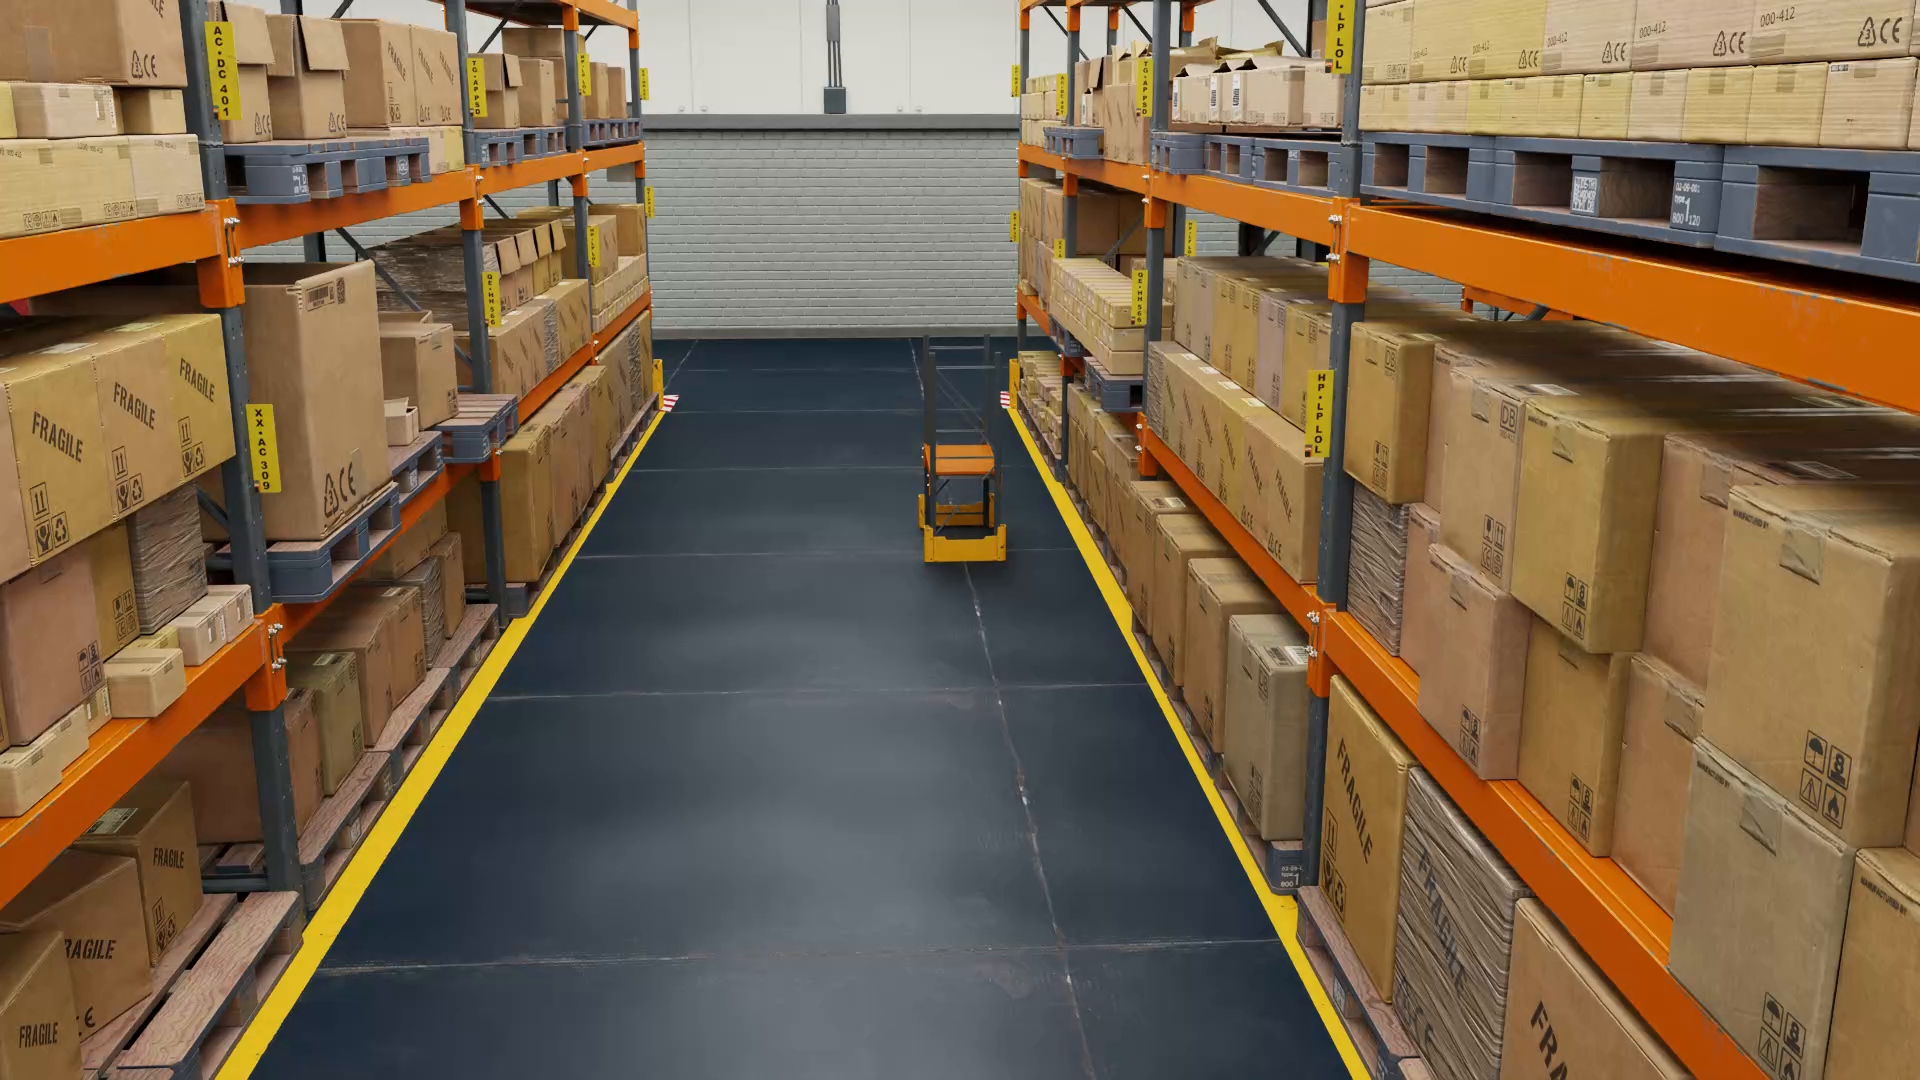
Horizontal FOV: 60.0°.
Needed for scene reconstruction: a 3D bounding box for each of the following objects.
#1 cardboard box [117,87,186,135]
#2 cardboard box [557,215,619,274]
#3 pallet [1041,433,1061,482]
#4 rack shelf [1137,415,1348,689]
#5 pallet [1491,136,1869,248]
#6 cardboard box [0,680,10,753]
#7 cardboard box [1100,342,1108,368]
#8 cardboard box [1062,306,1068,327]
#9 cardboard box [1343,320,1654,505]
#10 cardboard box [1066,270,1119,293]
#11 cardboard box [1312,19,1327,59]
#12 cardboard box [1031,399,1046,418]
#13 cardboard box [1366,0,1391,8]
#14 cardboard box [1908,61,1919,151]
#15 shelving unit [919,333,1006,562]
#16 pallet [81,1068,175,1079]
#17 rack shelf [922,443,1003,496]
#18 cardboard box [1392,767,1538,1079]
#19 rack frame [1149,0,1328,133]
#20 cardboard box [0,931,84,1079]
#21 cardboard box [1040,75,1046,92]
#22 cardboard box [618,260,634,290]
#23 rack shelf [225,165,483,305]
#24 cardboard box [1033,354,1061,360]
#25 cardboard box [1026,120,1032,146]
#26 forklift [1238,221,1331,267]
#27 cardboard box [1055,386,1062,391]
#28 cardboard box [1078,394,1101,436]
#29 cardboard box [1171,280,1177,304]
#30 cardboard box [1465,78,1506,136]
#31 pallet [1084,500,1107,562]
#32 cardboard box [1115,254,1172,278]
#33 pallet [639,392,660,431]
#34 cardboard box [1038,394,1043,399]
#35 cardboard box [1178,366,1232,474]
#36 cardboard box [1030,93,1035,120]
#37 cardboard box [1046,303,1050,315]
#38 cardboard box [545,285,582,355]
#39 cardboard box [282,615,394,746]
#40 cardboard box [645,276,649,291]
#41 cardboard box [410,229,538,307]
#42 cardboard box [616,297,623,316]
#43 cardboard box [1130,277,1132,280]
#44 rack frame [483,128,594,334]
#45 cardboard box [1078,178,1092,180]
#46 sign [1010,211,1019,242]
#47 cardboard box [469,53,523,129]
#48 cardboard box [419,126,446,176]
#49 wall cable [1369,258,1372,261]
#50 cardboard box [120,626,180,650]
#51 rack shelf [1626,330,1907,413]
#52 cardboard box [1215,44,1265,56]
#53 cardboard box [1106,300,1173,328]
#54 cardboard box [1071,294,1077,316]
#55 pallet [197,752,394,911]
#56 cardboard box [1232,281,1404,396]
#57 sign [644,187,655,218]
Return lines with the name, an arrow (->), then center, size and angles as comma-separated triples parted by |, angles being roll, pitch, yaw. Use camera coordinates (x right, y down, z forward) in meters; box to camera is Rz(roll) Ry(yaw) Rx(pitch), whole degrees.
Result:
cardboard box -> -2.775, -1.400, 5.429 | 0.380, 0.149, 0.250 | 0, 14, -2
cardboard box -> -3.413, -2.702, 15.208 | 0.500, 0.500, 0.500 | -1, 14, -5
pallet -> 1.301, -0.760, 15.057 | 1.003, 0.211, 1.213 | -1, 14, -3
rack shelf -> 1.749, -0.104, 8.353 | 1.077, 0.370, 4.000 | -1, 14, -3
pallet -> 1.986, -0.858, 3.999 | 1.003, 0.211, 1.213 | -1, 14, -3
cardboard box -> -3.000, 0.390, 4.193 | 0.875, 0.500, 0.500 | -1, 14, -3
cardboard box -> 1.122, -1.208, 10.865 | 0.380, 0.149, 0.250 | -1, 14, -4
cardboard box -> 0.992, -1.727, 12.881 | 0.380, 0.149, 0.250 | -1, 14, -3
cardboard box -> 1.862, -0.458, 5.818 | 0.875, 0.550, 0.550 | -1, 14, -3
cardboard box -> 1.009, -1.950, 12.553 | 0.380, 0.149, 0.250 | -1, 14, -4
cardboard box -> 2.013, -2.274, 8.082 | 0.500, 0.500, 0.500 | -1, 14, -3
cardboard box -> 0.909, -1.310, 16.478 | 0.380, 0.149, 0.250 | -2, 15, -6
cardboard box -> 1.556, -1.828, 5.451 | 0.380, 0.149, 0.250 | -1, 14, -3
cardboard box -> 1.747, -0.683, 2.601 | 0.380, 0.149, 0.250 | -1, 14, -3
shelving unit -> 0.005, -0.707, 12.266 | 0.587, 1.500, 1.083 | -1, 14, -3
pallet -> -2.928, 1.918, 4.648 | 1.003, 0.211, 1.213 | -1, 14, -3
rack shelf -> 0.005, -0.531, 12.302 | 0.538, 0.185, 1.000 | -1, 14, -3
cardboard box -> 1.902, 1.253, 5.059 | 0.875, 0.875, 0.875 | -1, 14, -3
rack frame -> 1.625, -3.855, 9.449 | 1.000, 3.000, 0.127 | -1, 14, -3
cardboard box -> -2.939, 1.500, 4.852 | 0.500, 0.500, 0.500 | -2, 15, -8
cardboard box -> 0.943, -4.217, 15.374 | 0.380, 0.149, 0.250 | -1, 14, -4
cardboard box -> -3.469, -2.590, 16.276 | 0.500, 0.250, 0.500 | -1, 14, -5
rack shelf -> -3.207, -1.505, 7.779 | 1.077, 0.370, 4.000 | -1, 14, -3
cardboard box -> 0.960, -1.848, 17.372 | 0.380, 0.149, 0.250 | -1, 14, -2
cardboard box -> 0.931, -4.072, 16.616 | 0.500, 0.250, 0.500 | 0, 14, -2
forklift -> 3.144, -2.213, 15.244 | 1.130, 2.935, 3.031 | -2, 15, -6
cardboard box -> 1.079, -1.330, 15.360 | 0.380, 0.149, 0.250 | 0, 14, -2
cardboard box -> 1.195, -0.980, 12.984 | 0.500, 0.250, 0.500 | 0, 14, -2
cardboard box -> 1.707, -1.764, 11.830 | 0.380, 0.149, 0.250 | 0, 14, -2
cardboard box -> 1.621, -1.189, 4.567 | 0.380, 0.149, 0.250 | -1, 14, -4
pallet -> 1.506, -0.096, 12.476 | 1.003, 0.211, 1.213 | -1, 14, -3
cardboard box -> 1.598, -2.264, 14.507 | 0.500, 0.500, 0.500 | -1, 14, -4
pallet -> -3.699, -1.339, 17.309 | 1.003, 0.211, 1.213 | -1, 14, -3
cardboard box -> 0.989, -1.513, 16.669 | 0.380, 0.149, 0.250 | -2, 15, -6
cardboard box -> 1.449, -0.630, 8.755 | 0.500, 0.500, 0.500 | -1, 14, -3
cardboard box -> 0.950, -4.192, 16.078 | 0.500, 0.250, 0.500 | -1, 14, -3
cardboard box -> 1.007, -2.151, 15.372 | 0.380, 0.149, 0.250 | -2, 15, -6
cardboard box -> -3.254, -1.706, 12.936 | 0.500, 0.500, 0.500 | 0, 14, -2
cardboard box -> -3.146, 0.683, 7.984 | 0.700, 0.500, 0.500 | -2, 15, -8
cardboard box -> -3.476, -2.682, 17.436 | 0.380, 0.149, 0.250 | -1, 14, -2
cardboard box -> -3.446, -1.943, 11.845 | 0.797, 0.503, 0.637 | 0, 14, -2
cardboard box -> -3.346, -2.172, 15.453 | 0.380, 0.149, 0.250 | -1, 14, -3
cardboard box -> 1.599, -2.074, 13.632 | 0.380, 0.149, 0.250 | 0, 14, -2
rack frame -> -3.579, -1.893, 13.863 | 1.000, 3.000, 0.127 | -1, 14, -3
cardboard box -> 1.406, -3.506, 17.328 | 0.500, 0.500, 0.500 | -1, 14, -5
sign -> 0.588, -3.350, 17.789 | 0.100, 0.325, 0.005 | -1, 14, -3
cardboard box -> -3.479, -3.112, 11.531 | 0.797, 0.503, 0.637 | -1, 14, -4
cardboard box -> -3.013, -2.040, 8.718 | 0.500, 0.250, 0.500 | -1, 14, -4
wall cable -> 5.691, -4.950, 23.642 | 0.585, 1.953, 0.123 | -1, 14, -3
cardboard box -> -2.815, 0.393, 5.484 | 0.380, 0.149, 0.250 | -1, 14, -3
rack shelf -> 6.436, -1.200, 12.614 | 1.077, 0.370, 4.000 | -1, 14, -3
cardboard box -> 1.788, -3.117, 10.865 | 0.396, 0.266, 0.258 | -1, 14, -3
cardboard box -> 1.137, -1.434, 10.548 | 0.380, 0.149, 0.250 | -1, 15, -6
cardboard box -> 1.029, -1.739, 12.328 | 0.380, 0.149, 0.250 | -1, 14, -4
pallet -> -3.133, 1.254, 7.230 | 1.003, 0.211, 1.213 | -1, 14, -3
cardboard box -> 1.742, -0.990, 8.146 | 0.700, 0.500, 0.500 | -1, 14, -4
sign -> -3.285, -3.568, 17.575 | 0.100, 0.325, 0.005 | -1, 14, -3
